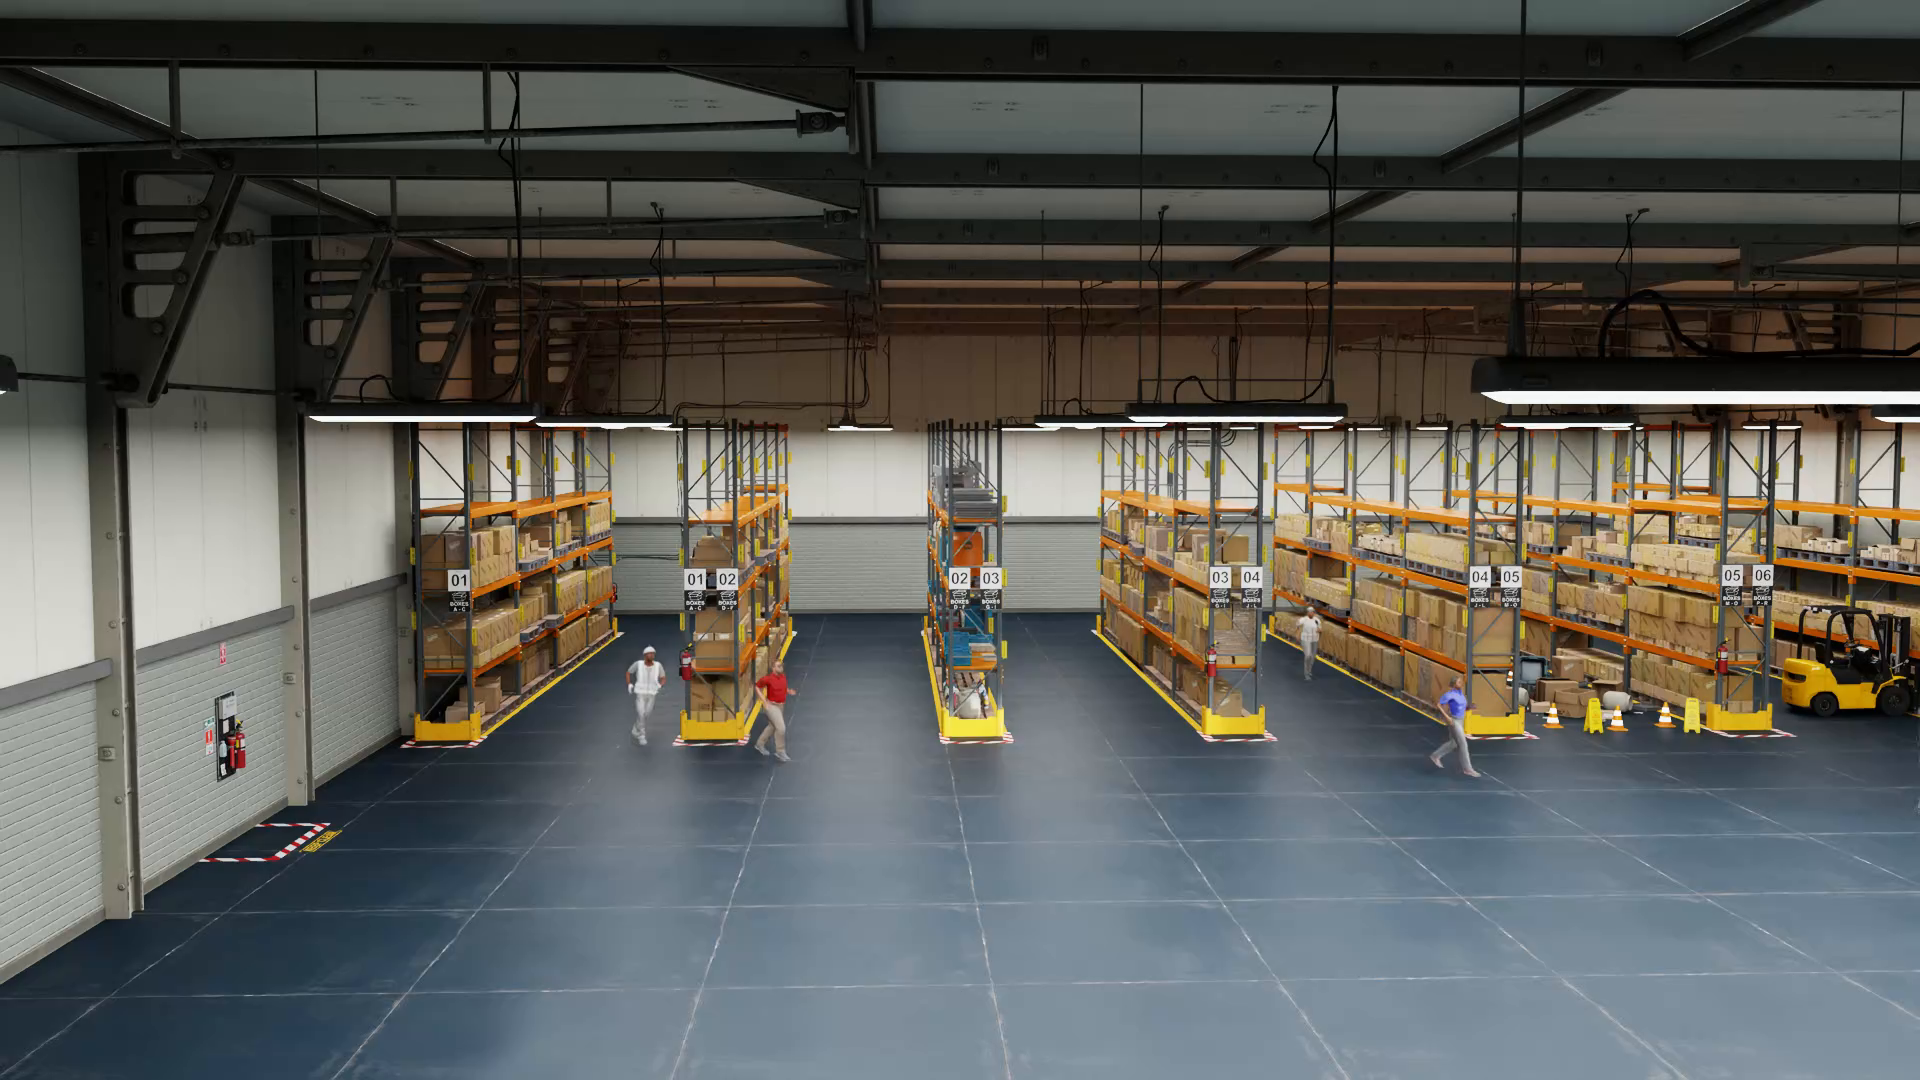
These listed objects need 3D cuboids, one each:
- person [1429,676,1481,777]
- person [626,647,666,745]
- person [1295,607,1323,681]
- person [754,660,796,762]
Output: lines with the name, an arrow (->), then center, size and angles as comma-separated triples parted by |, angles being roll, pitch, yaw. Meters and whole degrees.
person -> 8.289, 3.098, 27.844 | 0.938, 1.634, 0.558 | 3, 5, 37
person -> -5.831, 2.866, 30.934 | 0.717, 1.772, 0.833 | -2, 4, -27
person -> 8.166, 2.415, 38.823 | 0.577, 1.732, 0.735 | -1, 4, -11
person -> -3.274, 2.988, 29.232 | 0.819, 1.773, 0.654 | 2, 4, 26
